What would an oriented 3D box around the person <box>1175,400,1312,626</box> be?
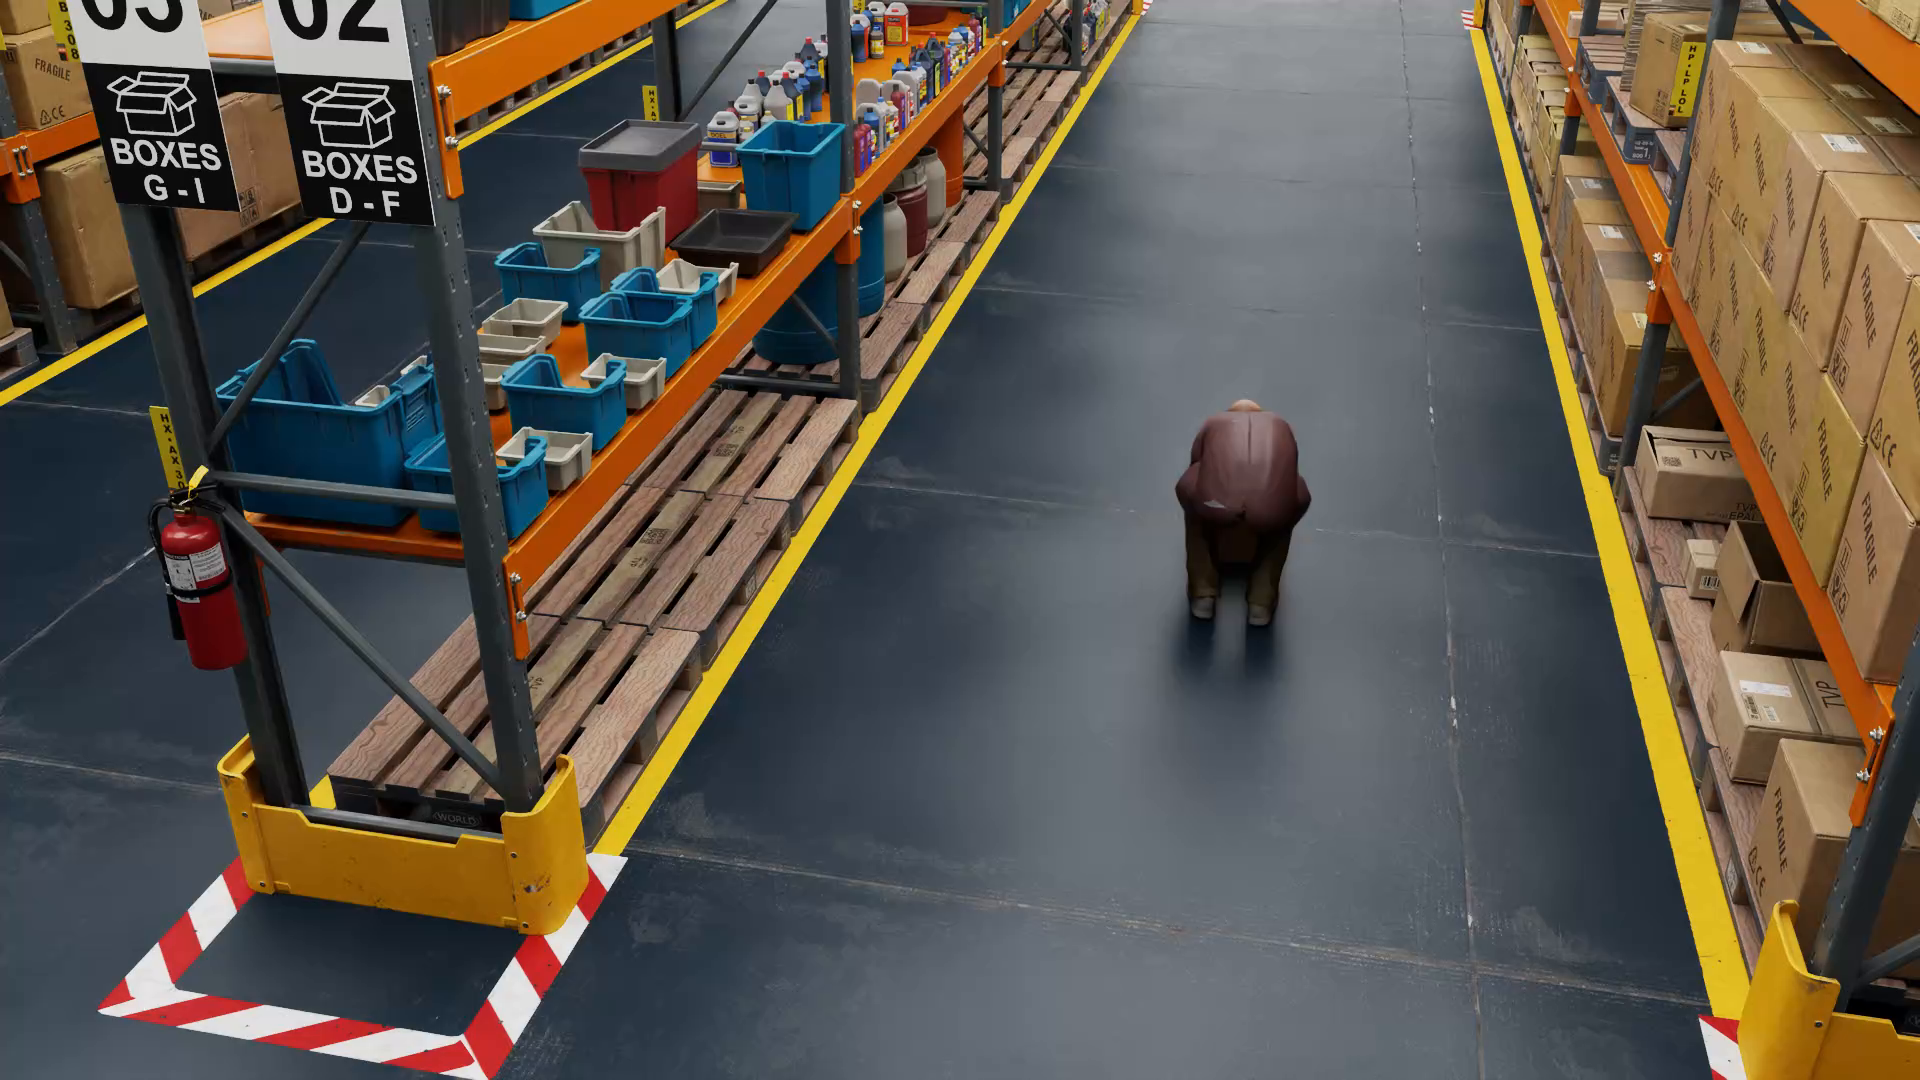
[{"bbox_3d":[1.252,-0.160,7.397,0.592,0.898,0.953,5,29,9],"label":"person"}]
